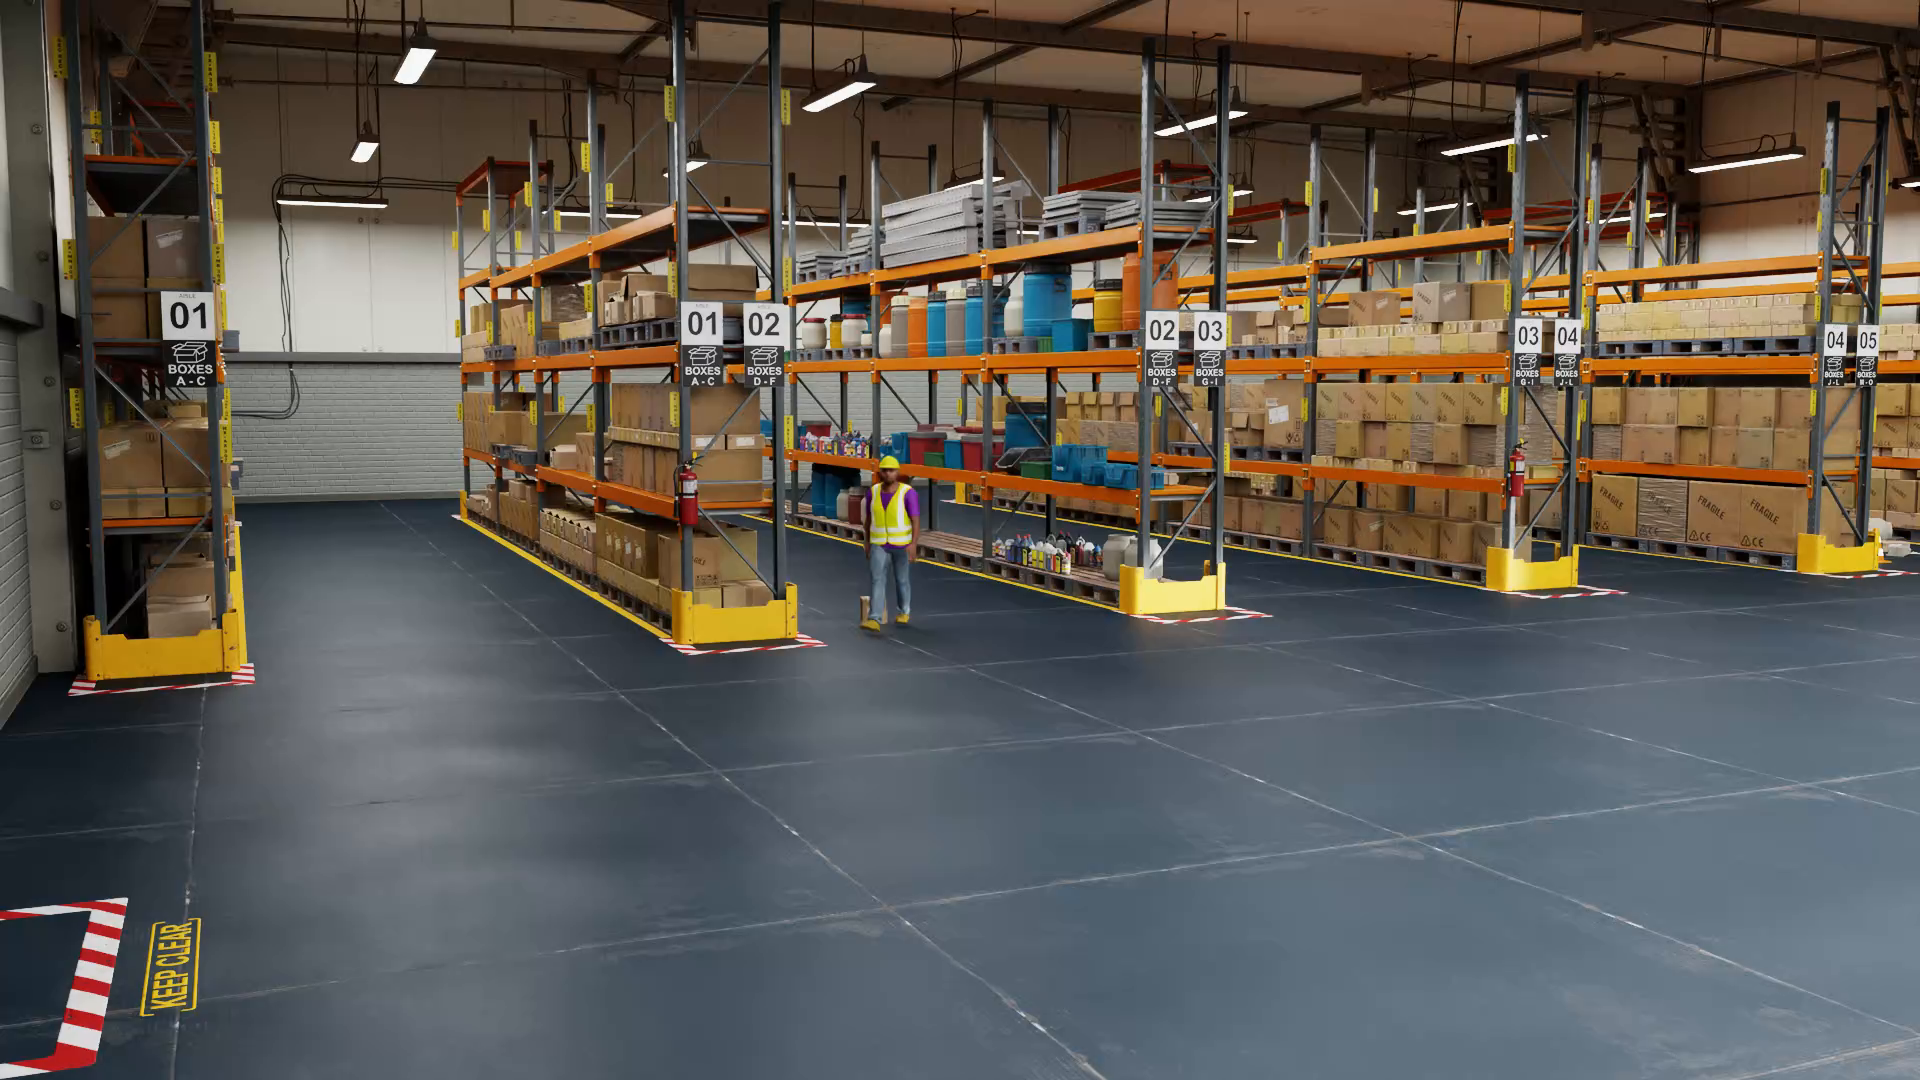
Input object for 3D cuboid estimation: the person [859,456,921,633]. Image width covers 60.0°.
[{"bbox_3d":[-0.688,0.031,16.279,0.608,1.703,1.076,1,5,10],"label":"person"}]
